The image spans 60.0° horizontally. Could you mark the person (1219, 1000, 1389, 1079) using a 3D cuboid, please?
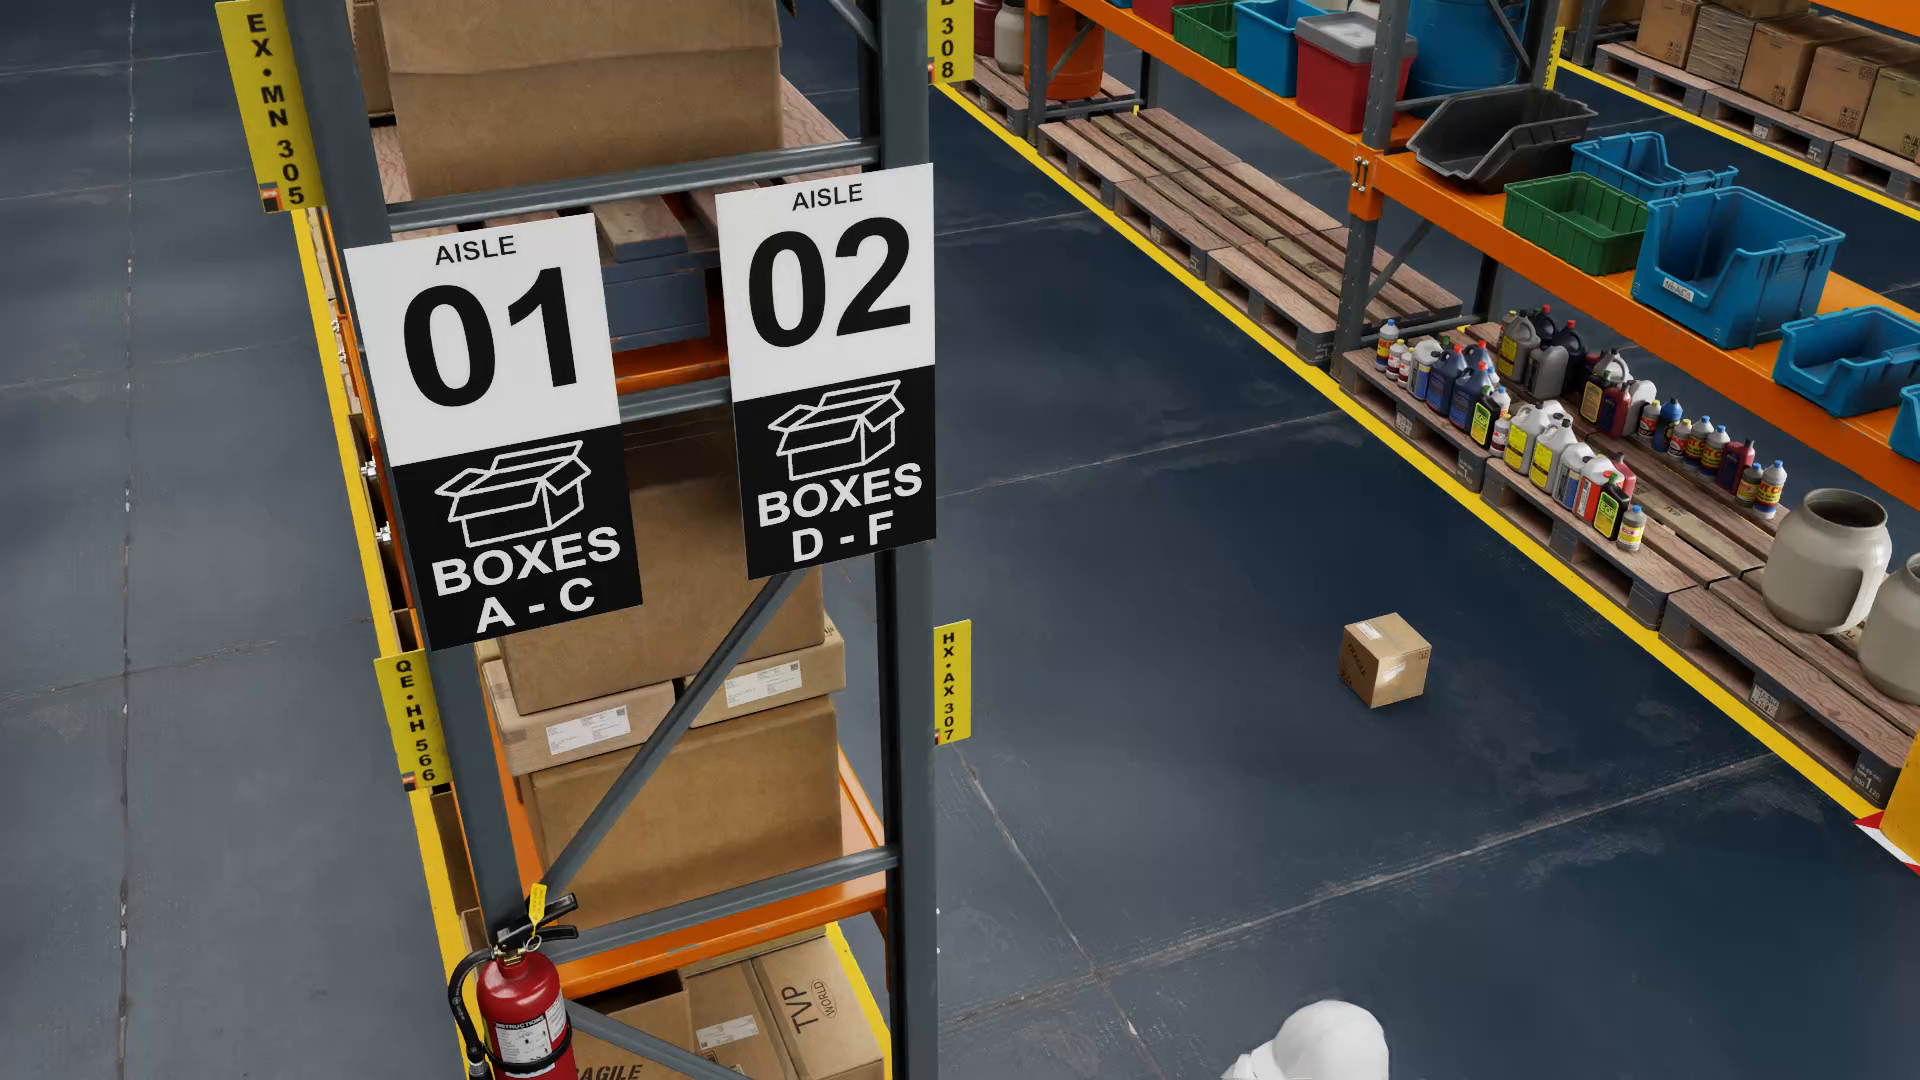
[{"bbox_3d":[0.757,1.652,3.594,0.626,1.798,0.604,22,39,30],"label":"person"}]
